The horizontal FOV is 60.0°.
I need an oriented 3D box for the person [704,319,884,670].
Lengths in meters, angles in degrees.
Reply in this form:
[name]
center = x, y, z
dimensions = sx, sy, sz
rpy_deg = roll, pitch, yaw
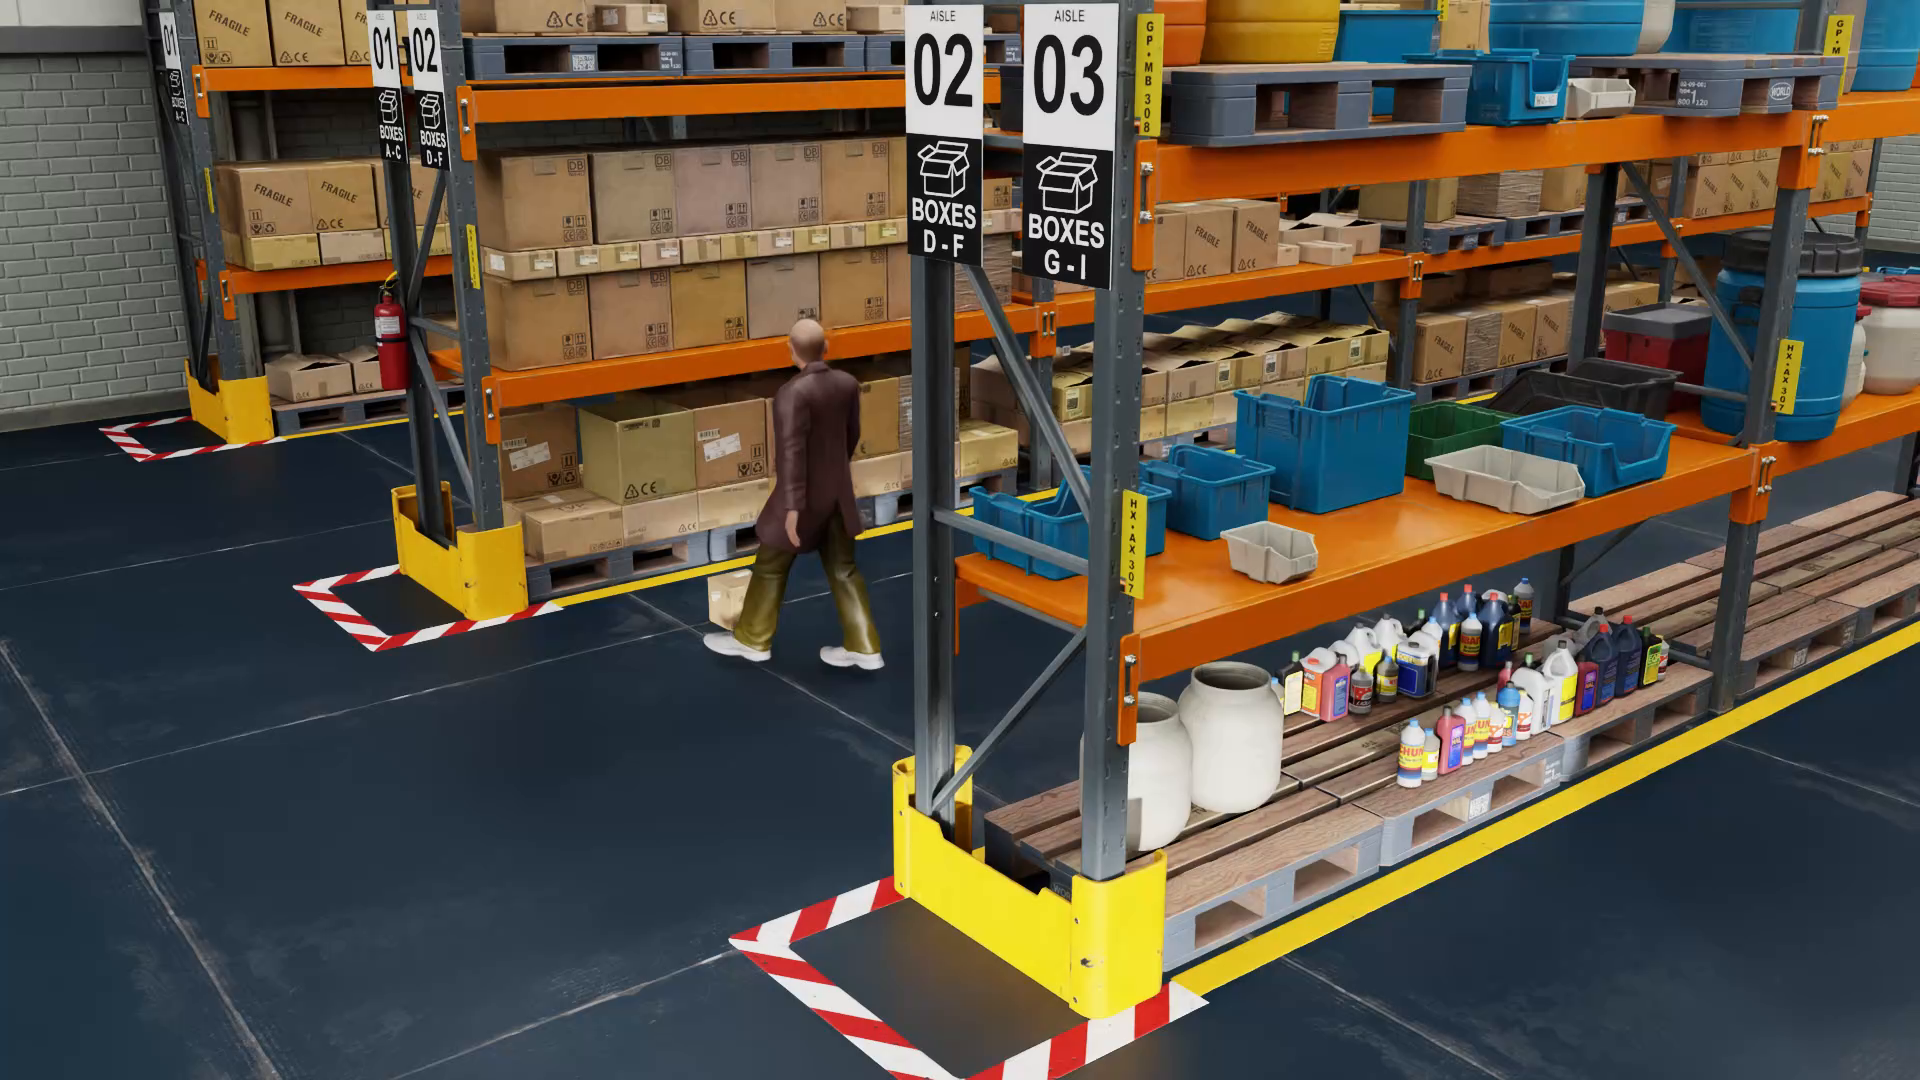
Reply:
[person]
center = -0.793, -0.232, 8.268
dimensions = 0.893, 1.753, 0.628
rpy_deg = 14, 22, 38
